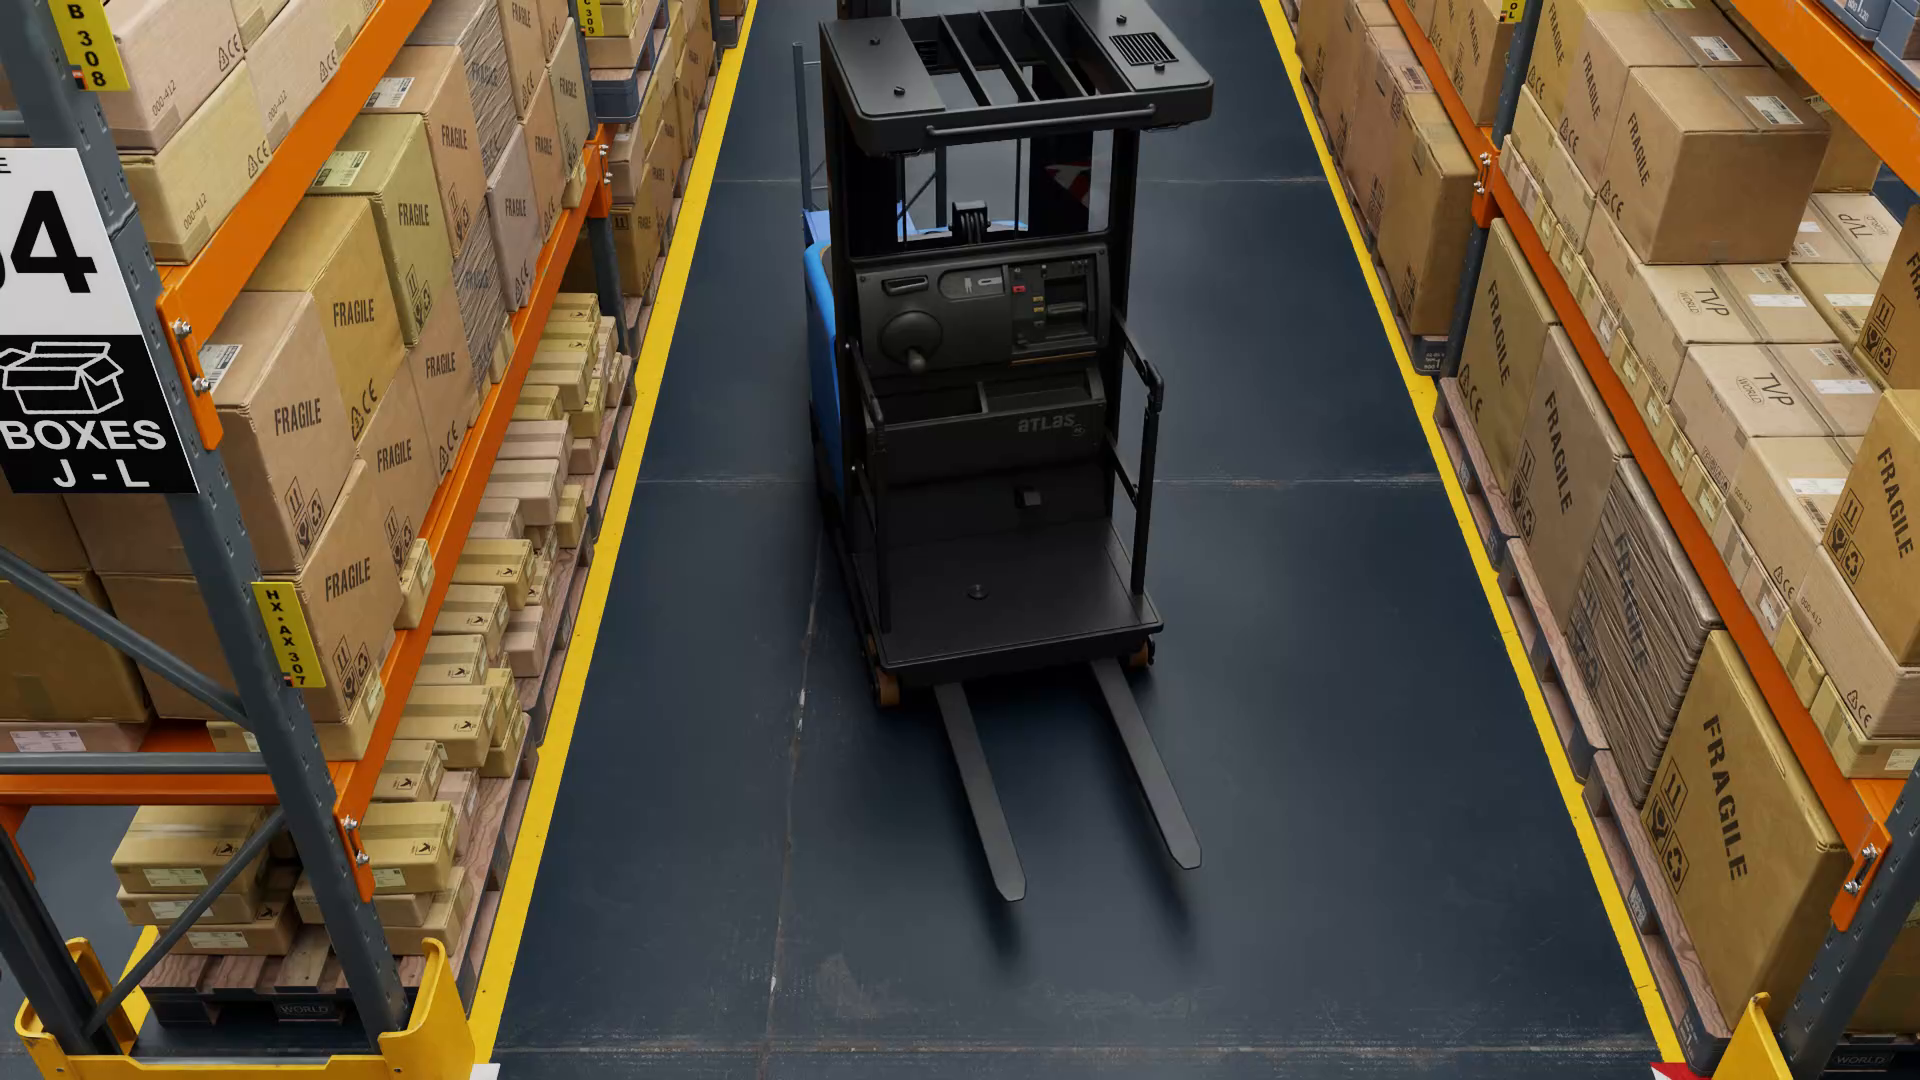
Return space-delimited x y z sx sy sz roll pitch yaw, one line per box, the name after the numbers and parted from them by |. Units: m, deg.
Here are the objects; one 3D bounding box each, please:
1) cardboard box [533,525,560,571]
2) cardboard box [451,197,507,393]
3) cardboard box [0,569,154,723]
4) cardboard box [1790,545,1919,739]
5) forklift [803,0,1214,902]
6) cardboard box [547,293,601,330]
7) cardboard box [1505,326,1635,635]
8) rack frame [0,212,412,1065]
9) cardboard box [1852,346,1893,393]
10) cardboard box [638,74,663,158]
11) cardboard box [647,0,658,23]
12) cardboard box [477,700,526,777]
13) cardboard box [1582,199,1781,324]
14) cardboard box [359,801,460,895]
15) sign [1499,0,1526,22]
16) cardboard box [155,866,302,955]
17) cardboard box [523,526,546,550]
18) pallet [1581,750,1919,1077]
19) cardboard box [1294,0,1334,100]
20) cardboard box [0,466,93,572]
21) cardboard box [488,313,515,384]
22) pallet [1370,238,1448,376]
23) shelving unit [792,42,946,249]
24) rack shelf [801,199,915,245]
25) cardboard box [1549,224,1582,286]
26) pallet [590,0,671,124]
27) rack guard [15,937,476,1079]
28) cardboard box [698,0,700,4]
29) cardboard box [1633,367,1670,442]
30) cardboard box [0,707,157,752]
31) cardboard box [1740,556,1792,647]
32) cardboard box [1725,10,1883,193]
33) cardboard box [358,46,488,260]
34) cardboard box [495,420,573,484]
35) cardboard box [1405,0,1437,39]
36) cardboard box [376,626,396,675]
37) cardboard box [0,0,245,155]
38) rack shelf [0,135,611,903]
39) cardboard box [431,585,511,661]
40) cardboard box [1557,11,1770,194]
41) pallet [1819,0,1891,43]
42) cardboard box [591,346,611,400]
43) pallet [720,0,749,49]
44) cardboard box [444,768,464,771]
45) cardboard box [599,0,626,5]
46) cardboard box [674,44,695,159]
-1.839 0.065 6.714 0.380 0.149 0.250 1 39 1 | cardboard box
-1.855 -0.833 5.573 0.500 0.500 0.500 -1 39 -1 | cardboard box
-2.368 0.127 4.375 0.500 0.500 0.500 1 39 1 | cardboard box
2.584 0.262 4.407 0.500 0.250 0.500 -1 39 -1 | cardboard box
0.141 -0.759 5.854 1.130 2.935 3.031 -8 39 -10 | forklift
-1.854 -1.000 7.567 0.380 0.149 0.250 1 39 1 | cardboard box
2.767 -0.238 6.512 0.875 0.875 0.875 0 39 0 | cardboard box
-2.110 0.563 4.149 1.000 3.000 0.127 0 39 0 | rack frame
3.115 -0.375 5.201 0.500 0.250 0.500 -1 39 -2 | cardboard box
-1.854 -2.215 8.679 0.500 0.250 0.500 1 39 1 | cardboard box
-1.658 -2.581 7.937 0.380 0.149 0.250 0 39 0 | cardboard box
-1.771 0.704 5.916 0.380 0.149 0.250 0 39 1 | cardboard box
2.586 -1.008 5.991 0.500 0.250 0.500 1 39 1 | cardboard box
-1.771 0.951 5.133 0.380 0.149 0.250 -2 39 -2 | cardboard box
2.303 -2.294 6.851 0.100 0.325 0.005 0 39 0 | sign
-2.319 1.182 5.320 0.380 0.149 0.250 1 39 1 | cardboard box
-1.864 -0.089 6.668 0.380 0.149 0.250 -2 39 -2 | cardboard box
2.771 1.210 5.571 1.003 0.211 1.213 0 39 0 | pallet
2.821 -3.284 10.312 1.225 0.875 0.875 -2 39 -2 | cardboard box
-2.359 -0.269 4.069 0.500 0.500 0.500 -1 39 -1 | cardboard box
-1.807 -0.685 5.907 0.380 0.149 0.250 1 39 1 | cardboard box
2.769 -1.273 8.670 1.003 0.211 1.213 0 39 0 | pallet
-0.420 -1.443 7.851 0.538 1.500 1.048 -8 39 -10 | shelving unit
-0.420 -1.303 7.964 0.538 0.185 1.000 -8 39 -10 | rack shelf
2.516 -1.102 6.428 0.380 0.149 0.250 -1 39 -1 | cardboard box
-1.970 -2.342 7.927 1.003 0.211 1.213 0 39 0 | pallet
-2.110 1.491 4.990 1.175 0.500 0.348 0 39 0 | rack guard
-1.856 -3.494 10.274 0.500 0.250 0.500 -1 39 -1 | cardboard box
2.519 -0.458 5.624 0.380 0.149 0.250 1 39 1 | cardboard box
-2.393 0.457 4.482 0.380 0.149 0.250 0 39 0 | cardboard box
2.519 0.177 4.831 0.380 0.149 0.250 0 39 0 | cardboard box
3.110 -1.629 6.166 0.500 0.500 0.500 0 39 0 | cardboard box
-1.834 -1.223 5.260 0.500 0.500 0.500 -1 39 -1 | cardboard box
-1.792 -0.353 6.760 0.380 0.149 0.250 -2 39 -2 | cardboard box
2.571 -2.847 8.324 0.500 0.500 0.500 0 39 -1 | cardboard box
-1.824 0.299 4.680 0.380 0.149 0.250 1 39 2 | cardboard box
-1.851 -1.025 3.452 0.500 0.250 0.500 1 39 1 | cardboard box
-2.112 -0.407 5.935 1.077 0.370 4.000 0 39 0 | rack shelf
-1.838 0.293 5.954 0.380 0.149 0.250 1 39 2 | cardboard box
2.583 -1.622 6.157 0.500 0.500 0.500 0 39 0 | cardboard box
2.834 -1.742 4.698 1.003 0.211 1.213 0 39 0 | pallet
-1.784 -0.740 7.481 0.380 0.149 0.250 -2 39 -2 | cardboard box
-2.045 -3.845 11.879 1.003 0.211 1.213 0 39 0 | pallet
-1.887 0.743 5.630 0.380 0.149 0.250 0 39 1 | cardboard box
-1.655 -2.483 7.340 0.380 0.149 0.250 2 39 2 | cardboard box
-1.843 -2.562 9.711 0.500 0.500 0.500 -2 39 -2 | cardboard box
